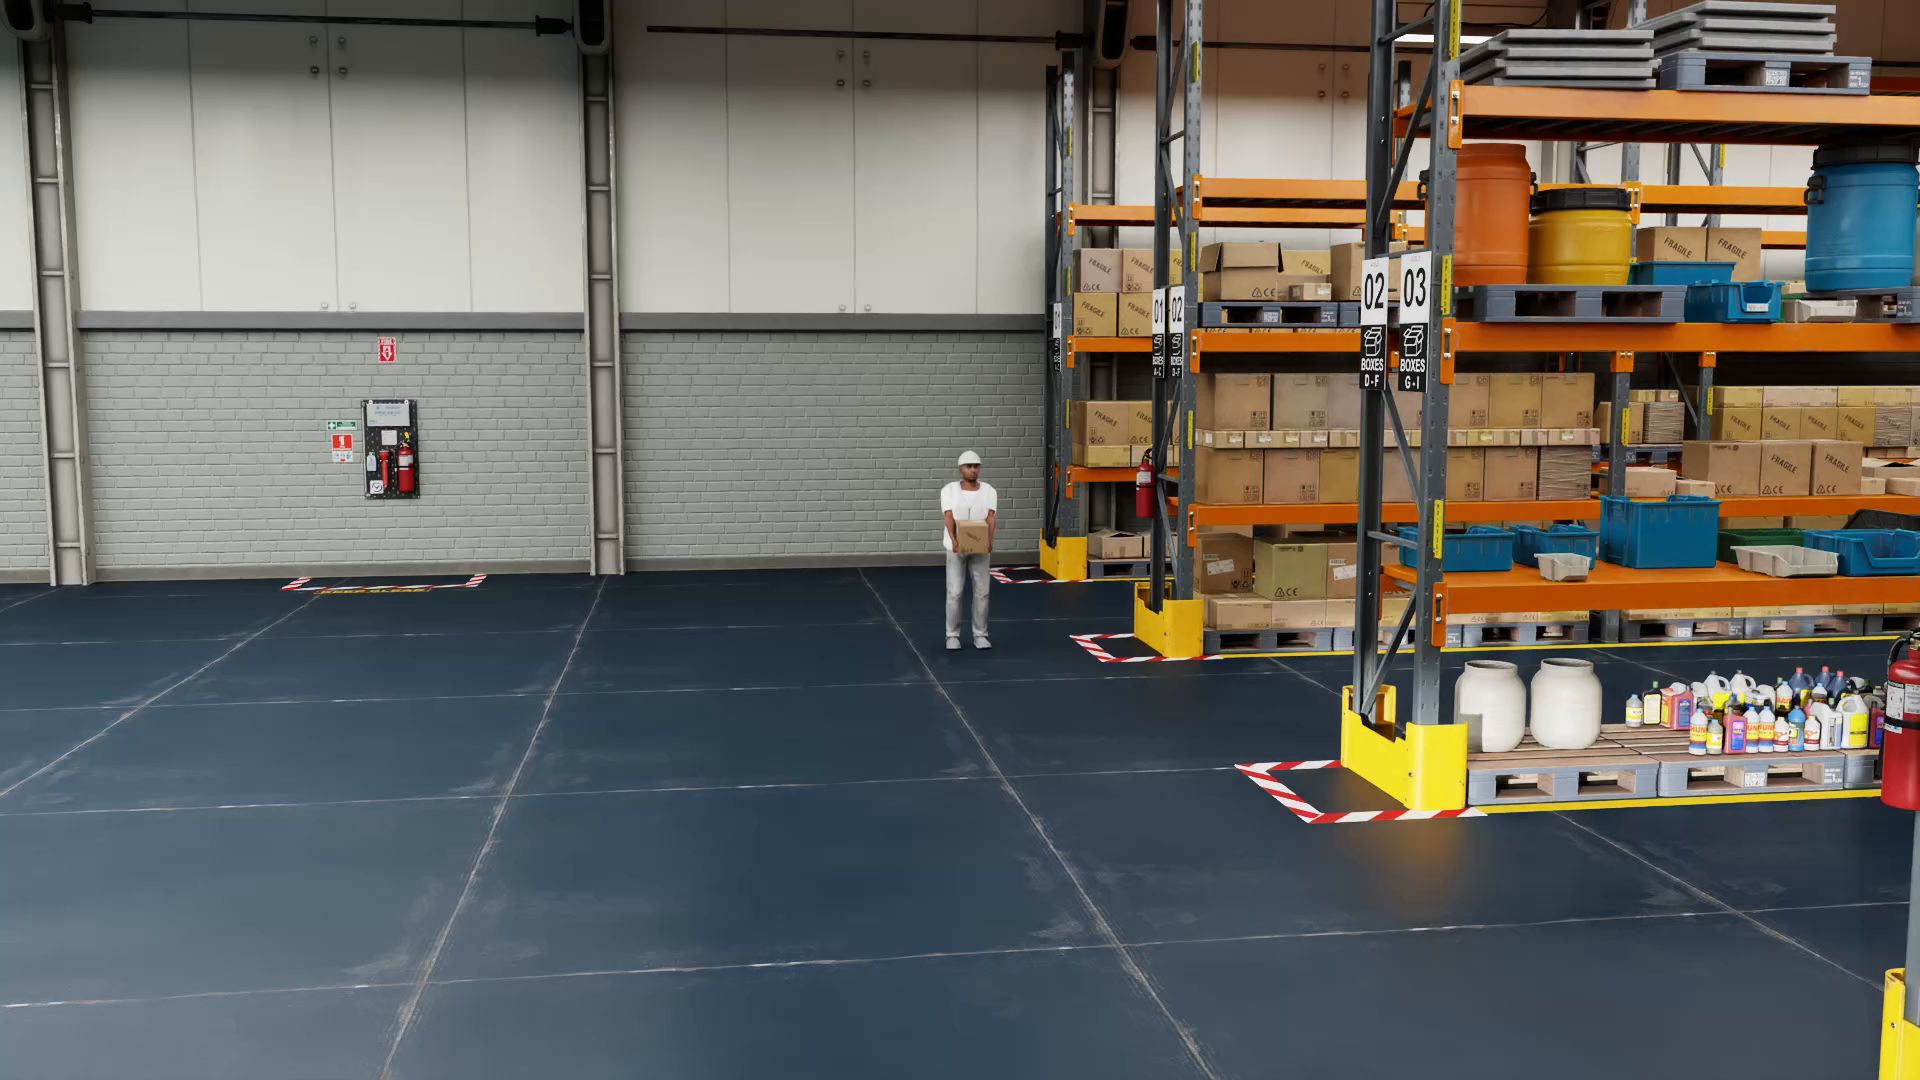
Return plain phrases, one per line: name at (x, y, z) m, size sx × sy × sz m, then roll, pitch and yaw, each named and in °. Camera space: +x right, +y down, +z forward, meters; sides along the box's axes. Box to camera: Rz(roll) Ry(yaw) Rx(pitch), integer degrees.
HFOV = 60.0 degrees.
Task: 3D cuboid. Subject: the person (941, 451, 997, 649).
person at (0.096, 0.097, 14.769) m, size 0.504 × 1.760 × 0.583 m, roll -1°, pitch 6°, yaw -8°
